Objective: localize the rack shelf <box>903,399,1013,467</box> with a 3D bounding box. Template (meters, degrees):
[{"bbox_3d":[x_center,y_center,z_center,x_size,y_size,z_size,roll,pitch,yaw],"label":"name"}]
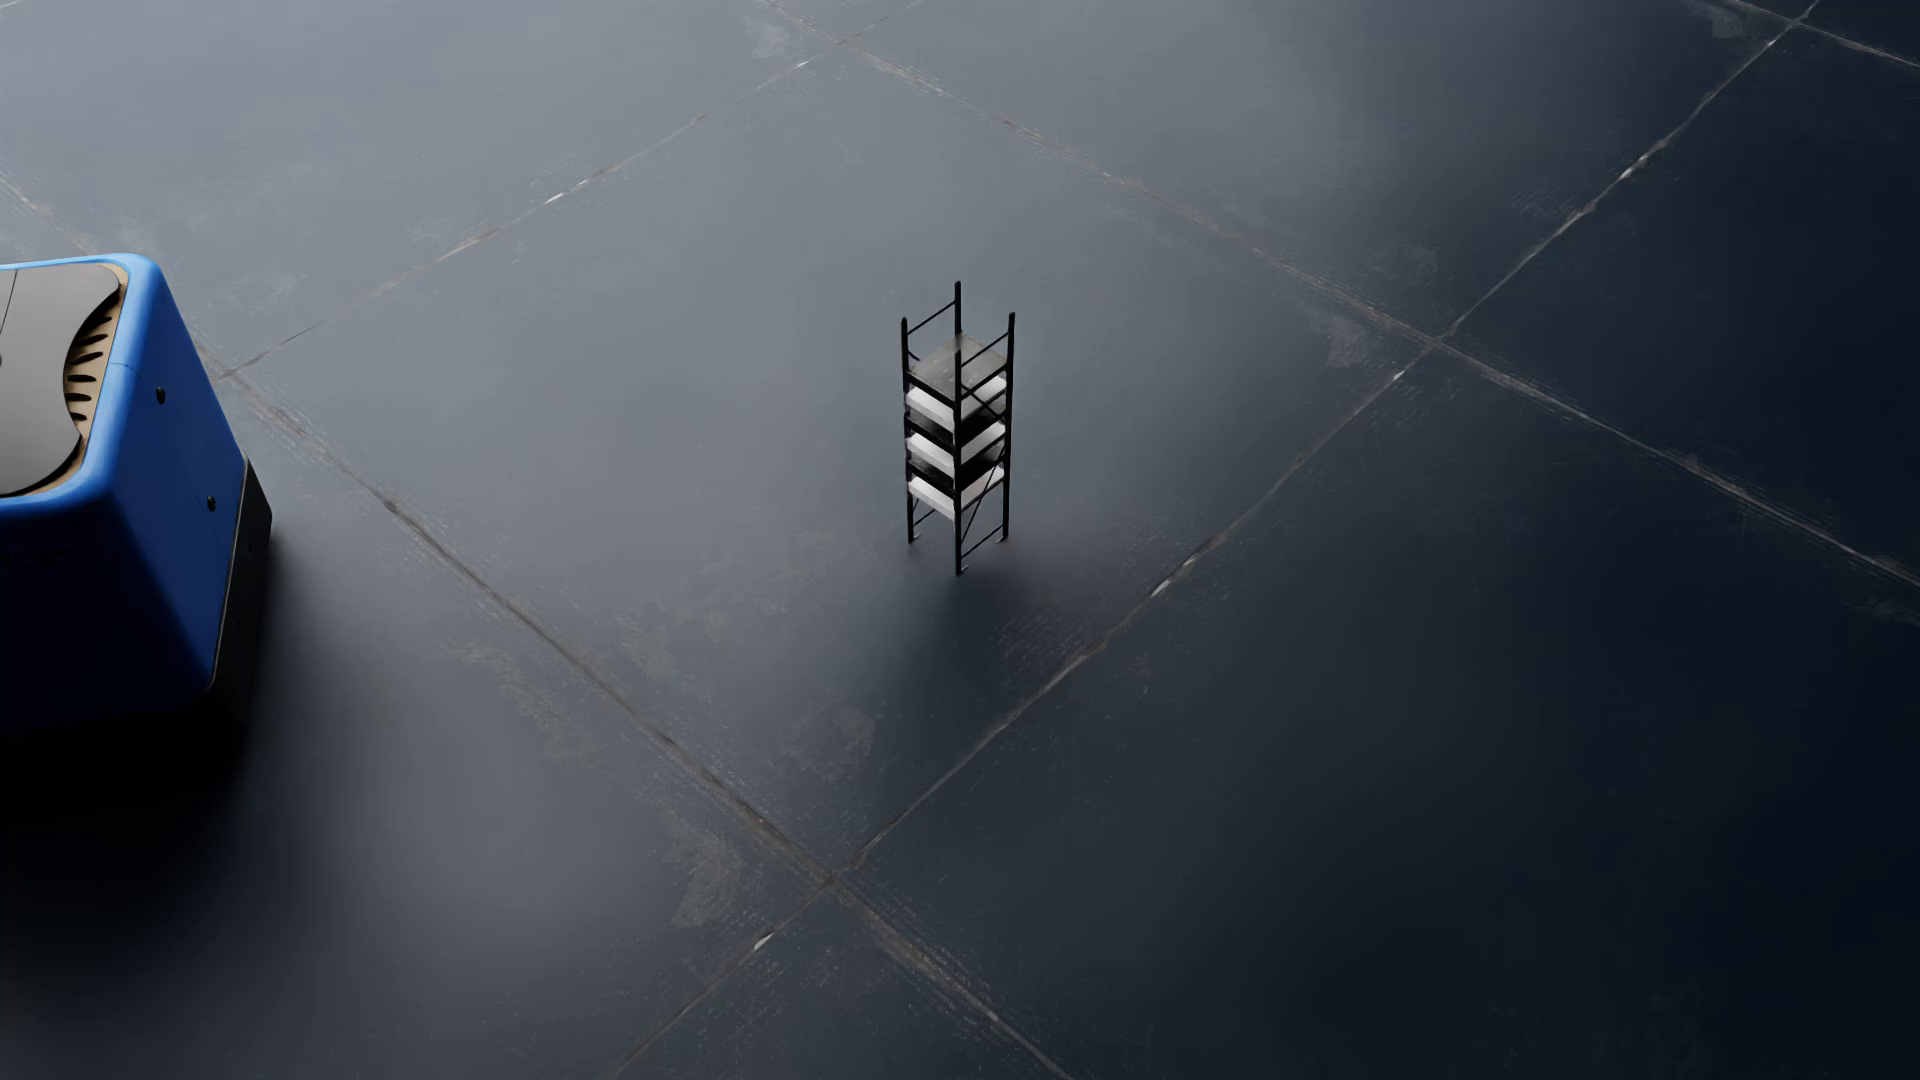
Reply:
[{"bbox_3d":[-0.006,-0.351,4.884,0.200,0.077,0.258,34,55,28],"label":"rack shelf"}]

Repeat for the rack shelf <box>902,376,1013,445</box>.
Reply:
[{"bbox_3d":[-0.006,-0.412,4.819,0.200,0.077,0.258,34,55,28],"label":"rack shelf"}]

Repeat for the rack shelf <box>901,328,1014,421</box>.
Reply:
[{"bbox_3d":[-0.006,-0.474,4.753,0.200,0.077,0.258,34,55,28],"label":"rack shelf"}]

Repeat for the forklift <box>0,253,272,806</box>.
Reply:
[{"bbox_3d":[-3.570,-0.522,3.729,3.031,2.935,1.130,-8,47,-7],"label":"forklift"}]

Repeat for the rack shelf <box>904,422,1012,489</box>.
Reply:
[{"bbox_3d":[-0.006,-0.289,4.950,0.200,0.077,0.258,34,55,28],"label":"rack shelf"}]

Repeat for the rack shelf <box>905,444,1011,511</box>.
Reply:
[{"bbox_3d":[-0.006,-0.228,5.016,0.200,0.077,0.258,34,55,28],"label":"rack shelf"}]

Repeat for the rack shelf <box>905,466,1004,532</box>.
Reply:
[{"bbox_3d":[-0.006,-0.166,5.081,0.200,0.077,0.258,34,55,28],"label":"rack shelf"}]

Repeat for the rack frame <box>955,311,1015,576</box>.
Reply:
[{"bbox_3d":[0.069,-0.262,4.879,0.006,0.900,0.240,34,55,28],"label":"rack frame"}]

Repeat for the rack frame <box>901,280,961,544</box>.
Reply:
[{"bbox_3d":[-0.081,-0.362,4.973,0.006,0.900,0.240,34,55,28],"label":"rack frame"}]

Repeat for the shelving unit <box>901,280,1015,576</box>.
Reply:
[{"bbox_3d":[-0.006,-0.312,4.926,0.210,0.900,0.258,34,55,28],"label":"shelving unit"}]
